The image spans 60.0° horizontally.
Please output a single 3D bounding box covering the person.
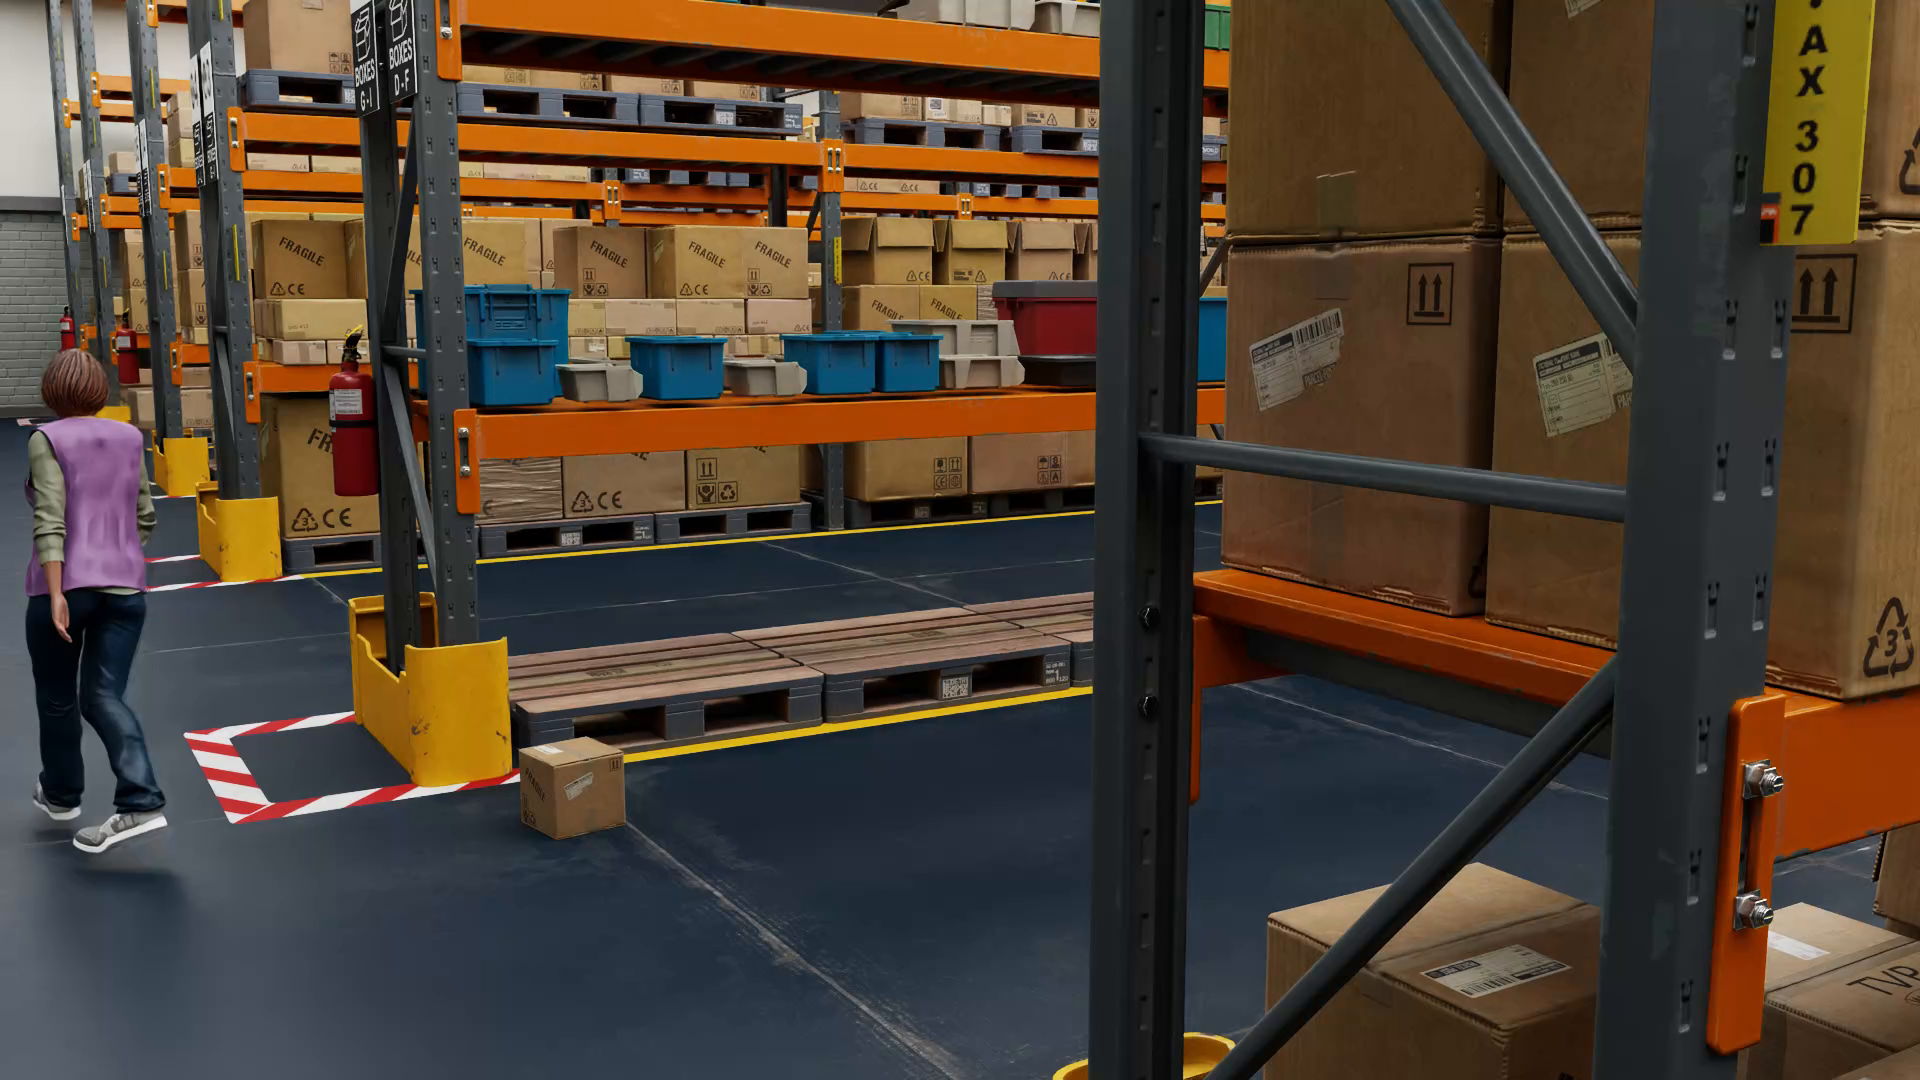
[{"bbox_3d":[-2.742,0.166,5.273,0.877,1.538,0.459,7,11,39],"label":"person"}]
